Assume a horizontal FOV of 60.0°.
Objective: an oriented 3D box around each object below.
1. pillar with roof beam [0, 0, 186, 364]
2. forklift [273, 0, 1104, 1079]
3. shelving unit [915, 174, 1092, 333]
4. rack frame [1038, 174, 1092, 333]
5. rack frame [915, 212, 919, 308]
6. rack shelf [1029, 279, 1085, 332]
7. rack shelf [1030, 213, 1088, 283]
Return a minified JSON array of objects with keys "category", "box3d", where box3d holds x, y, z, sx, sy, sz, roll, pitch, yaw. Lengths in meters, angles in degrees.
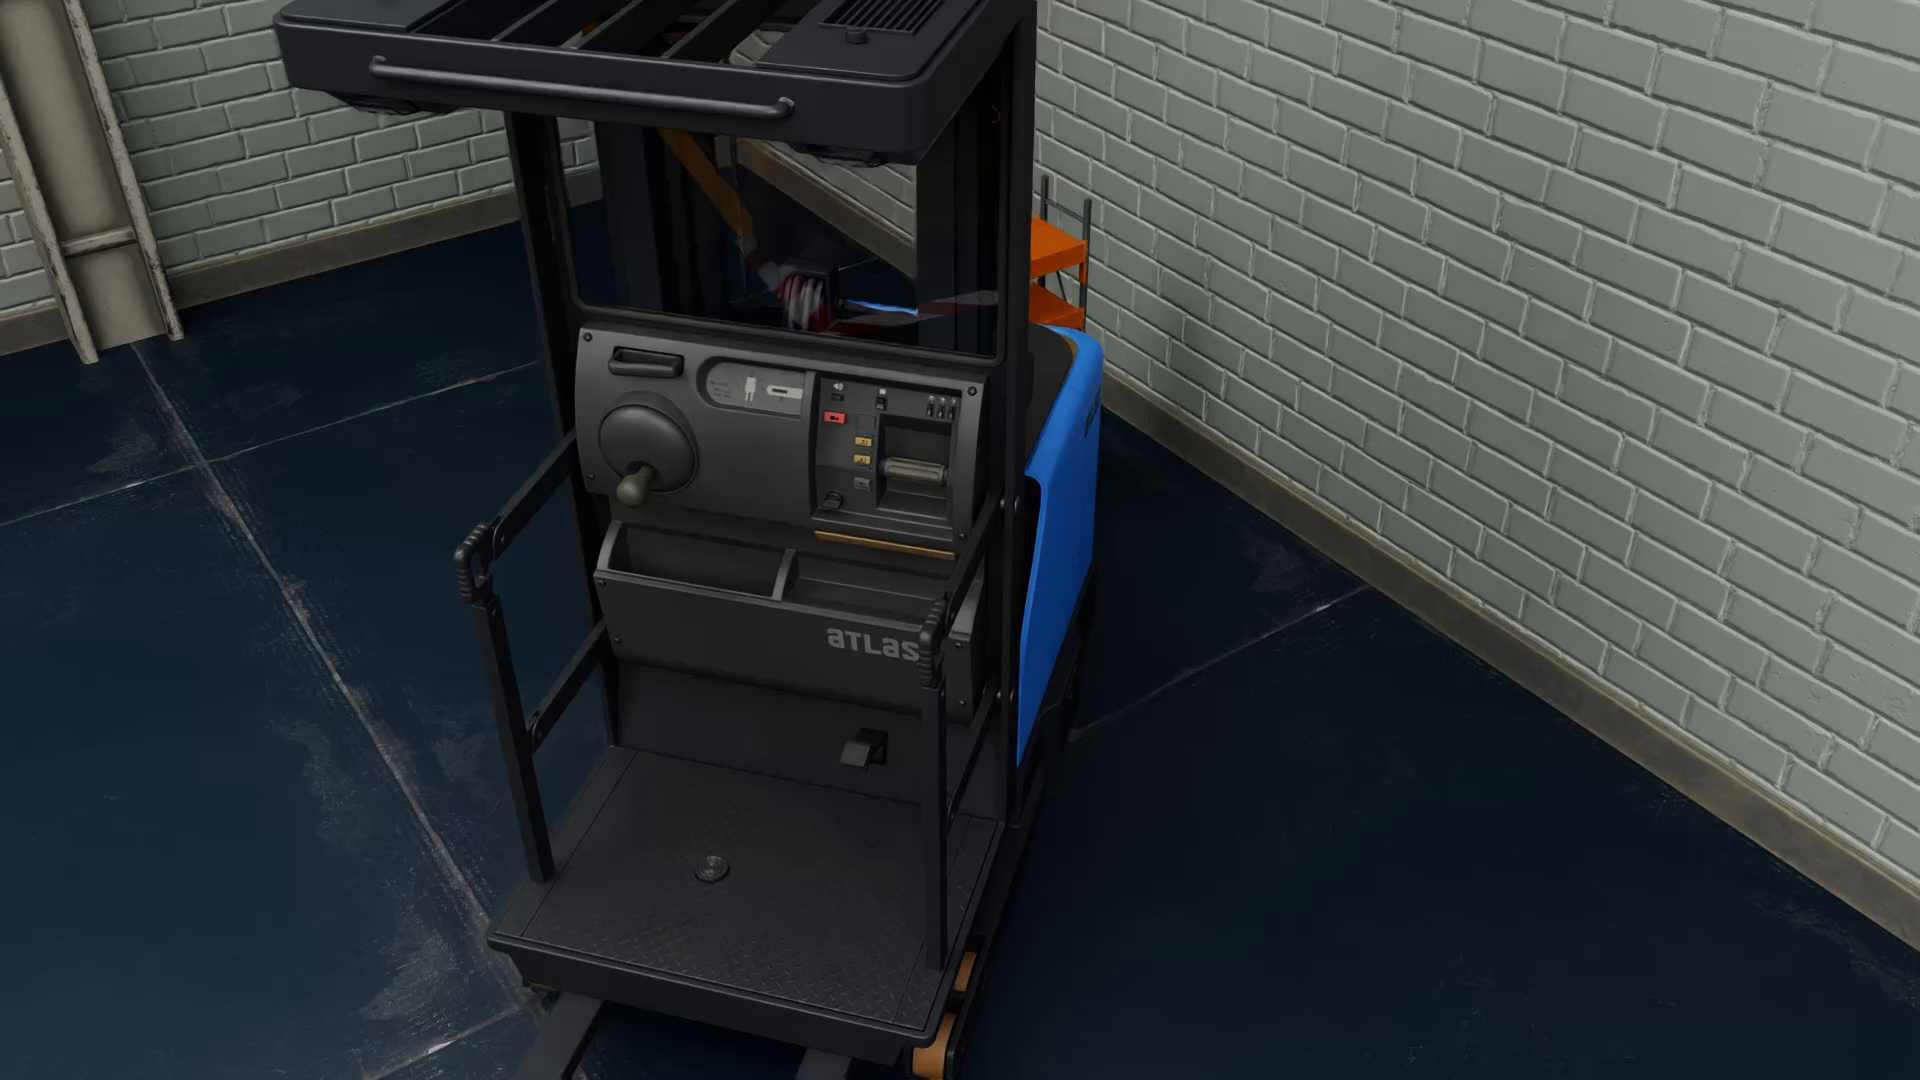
[{"category":"pillar with roof beam","box3d":[-0.993,-2.449,1.448,0.400,9.000,9.100,-22,41,-28]},{"category":"forklift","box3d":[-0.460,-0.162,3.465,1.130,2.935,3.031,9,37,12]},{"category":"shelving unit","box3d":[0.135,-0.543,5.477,0.503,1.200,0.258,-22,41,-28]},{"category":"rack frame","box3d":[0.335,-0.625,5.591,0.015,1.200,0.240,-22,41,-28]},{"category":"rack frame","box3d":[-0.064,-0.461,5.363,0.015,1.200,0.240,-22,41,-28]},{"category":"rack shelf","box3d":[0.135,-0.670,5.386,0.480,0.148,0.258,-22,41,-28]},{"category":"rack shelf","box3d":[0.135,-0.862,5.248,0.480,0.148,0.258,-22,41,-28]}]
